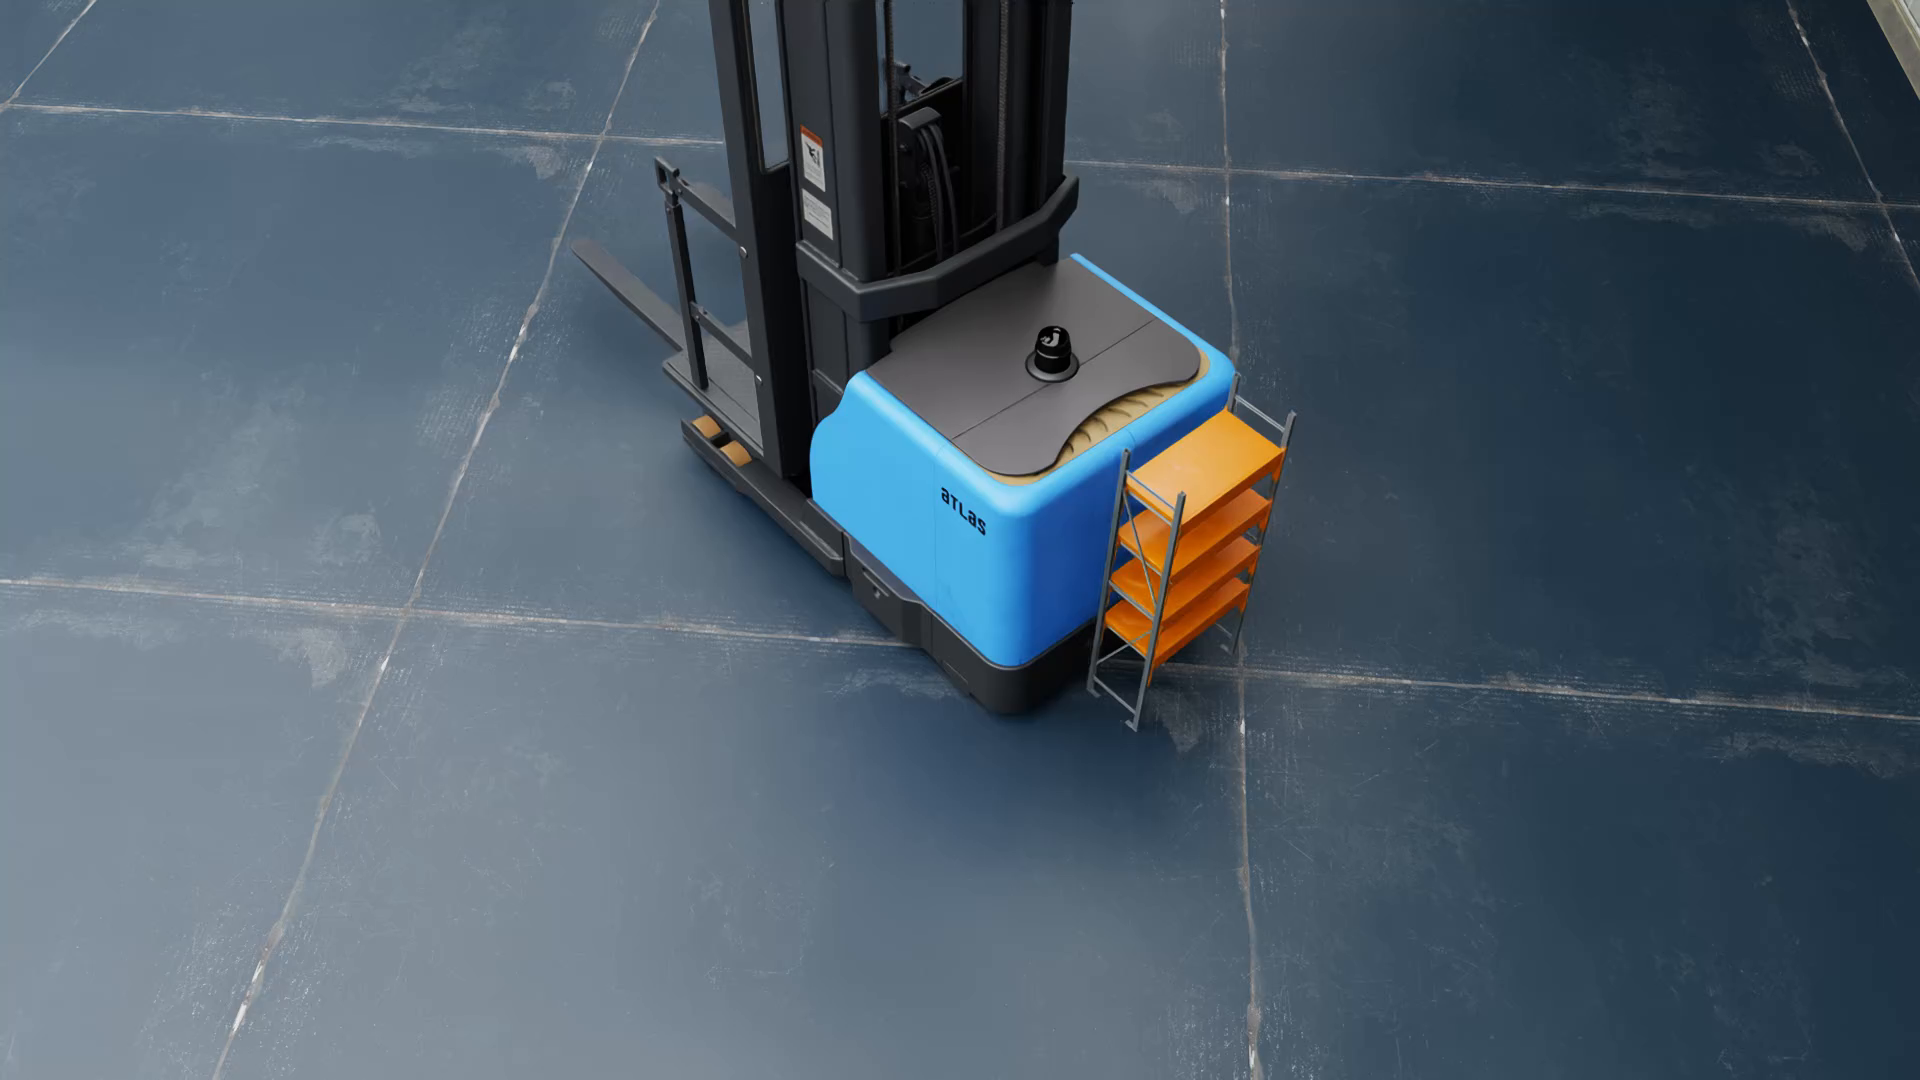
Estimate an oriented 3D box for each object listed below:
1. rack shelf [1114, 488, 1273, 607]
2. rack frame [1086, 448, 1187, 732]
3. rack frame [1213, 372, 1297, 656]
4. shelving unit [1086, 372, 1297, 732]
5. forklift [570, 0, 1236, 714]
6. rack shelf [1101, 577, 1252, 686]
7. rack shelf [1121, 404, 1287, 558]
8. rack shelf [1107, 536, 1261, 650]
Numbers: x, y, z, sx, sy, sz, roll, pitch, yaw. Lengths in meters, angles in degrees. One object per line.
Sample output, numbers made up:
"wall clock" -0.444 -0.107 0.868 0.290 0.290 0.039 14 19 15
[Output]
"rack shelf" 0.727 -0.031 5.245 0.480 0.148 0.258 -34 59 -27
"rack frame" 0.542 0.192 5.253 0.015 1.200 0.240 -34 59 -27
"rack frame" 0.902 -0.051 5.476 0.015 1.200 0.240 -34 59 -27
"shelving unit" 0.722 0.070 5.364 0.503 1.200 0.258 -34 59 -27
"forklift" -0.433 -1.422 5.565 1.130 2.935 3.031 -32 55 -26
"rack shelf" 0.714 0.243 5.567 0.480 0.148 0.258 -34 59 -27
"rack shelf" 0.734 -0.185 5.066 0.480 0.148 0.258 -34 59 -27
"rack shelf" 0.720 0.114 5.416 0.480 0.148 0.258 -34 59 -27
